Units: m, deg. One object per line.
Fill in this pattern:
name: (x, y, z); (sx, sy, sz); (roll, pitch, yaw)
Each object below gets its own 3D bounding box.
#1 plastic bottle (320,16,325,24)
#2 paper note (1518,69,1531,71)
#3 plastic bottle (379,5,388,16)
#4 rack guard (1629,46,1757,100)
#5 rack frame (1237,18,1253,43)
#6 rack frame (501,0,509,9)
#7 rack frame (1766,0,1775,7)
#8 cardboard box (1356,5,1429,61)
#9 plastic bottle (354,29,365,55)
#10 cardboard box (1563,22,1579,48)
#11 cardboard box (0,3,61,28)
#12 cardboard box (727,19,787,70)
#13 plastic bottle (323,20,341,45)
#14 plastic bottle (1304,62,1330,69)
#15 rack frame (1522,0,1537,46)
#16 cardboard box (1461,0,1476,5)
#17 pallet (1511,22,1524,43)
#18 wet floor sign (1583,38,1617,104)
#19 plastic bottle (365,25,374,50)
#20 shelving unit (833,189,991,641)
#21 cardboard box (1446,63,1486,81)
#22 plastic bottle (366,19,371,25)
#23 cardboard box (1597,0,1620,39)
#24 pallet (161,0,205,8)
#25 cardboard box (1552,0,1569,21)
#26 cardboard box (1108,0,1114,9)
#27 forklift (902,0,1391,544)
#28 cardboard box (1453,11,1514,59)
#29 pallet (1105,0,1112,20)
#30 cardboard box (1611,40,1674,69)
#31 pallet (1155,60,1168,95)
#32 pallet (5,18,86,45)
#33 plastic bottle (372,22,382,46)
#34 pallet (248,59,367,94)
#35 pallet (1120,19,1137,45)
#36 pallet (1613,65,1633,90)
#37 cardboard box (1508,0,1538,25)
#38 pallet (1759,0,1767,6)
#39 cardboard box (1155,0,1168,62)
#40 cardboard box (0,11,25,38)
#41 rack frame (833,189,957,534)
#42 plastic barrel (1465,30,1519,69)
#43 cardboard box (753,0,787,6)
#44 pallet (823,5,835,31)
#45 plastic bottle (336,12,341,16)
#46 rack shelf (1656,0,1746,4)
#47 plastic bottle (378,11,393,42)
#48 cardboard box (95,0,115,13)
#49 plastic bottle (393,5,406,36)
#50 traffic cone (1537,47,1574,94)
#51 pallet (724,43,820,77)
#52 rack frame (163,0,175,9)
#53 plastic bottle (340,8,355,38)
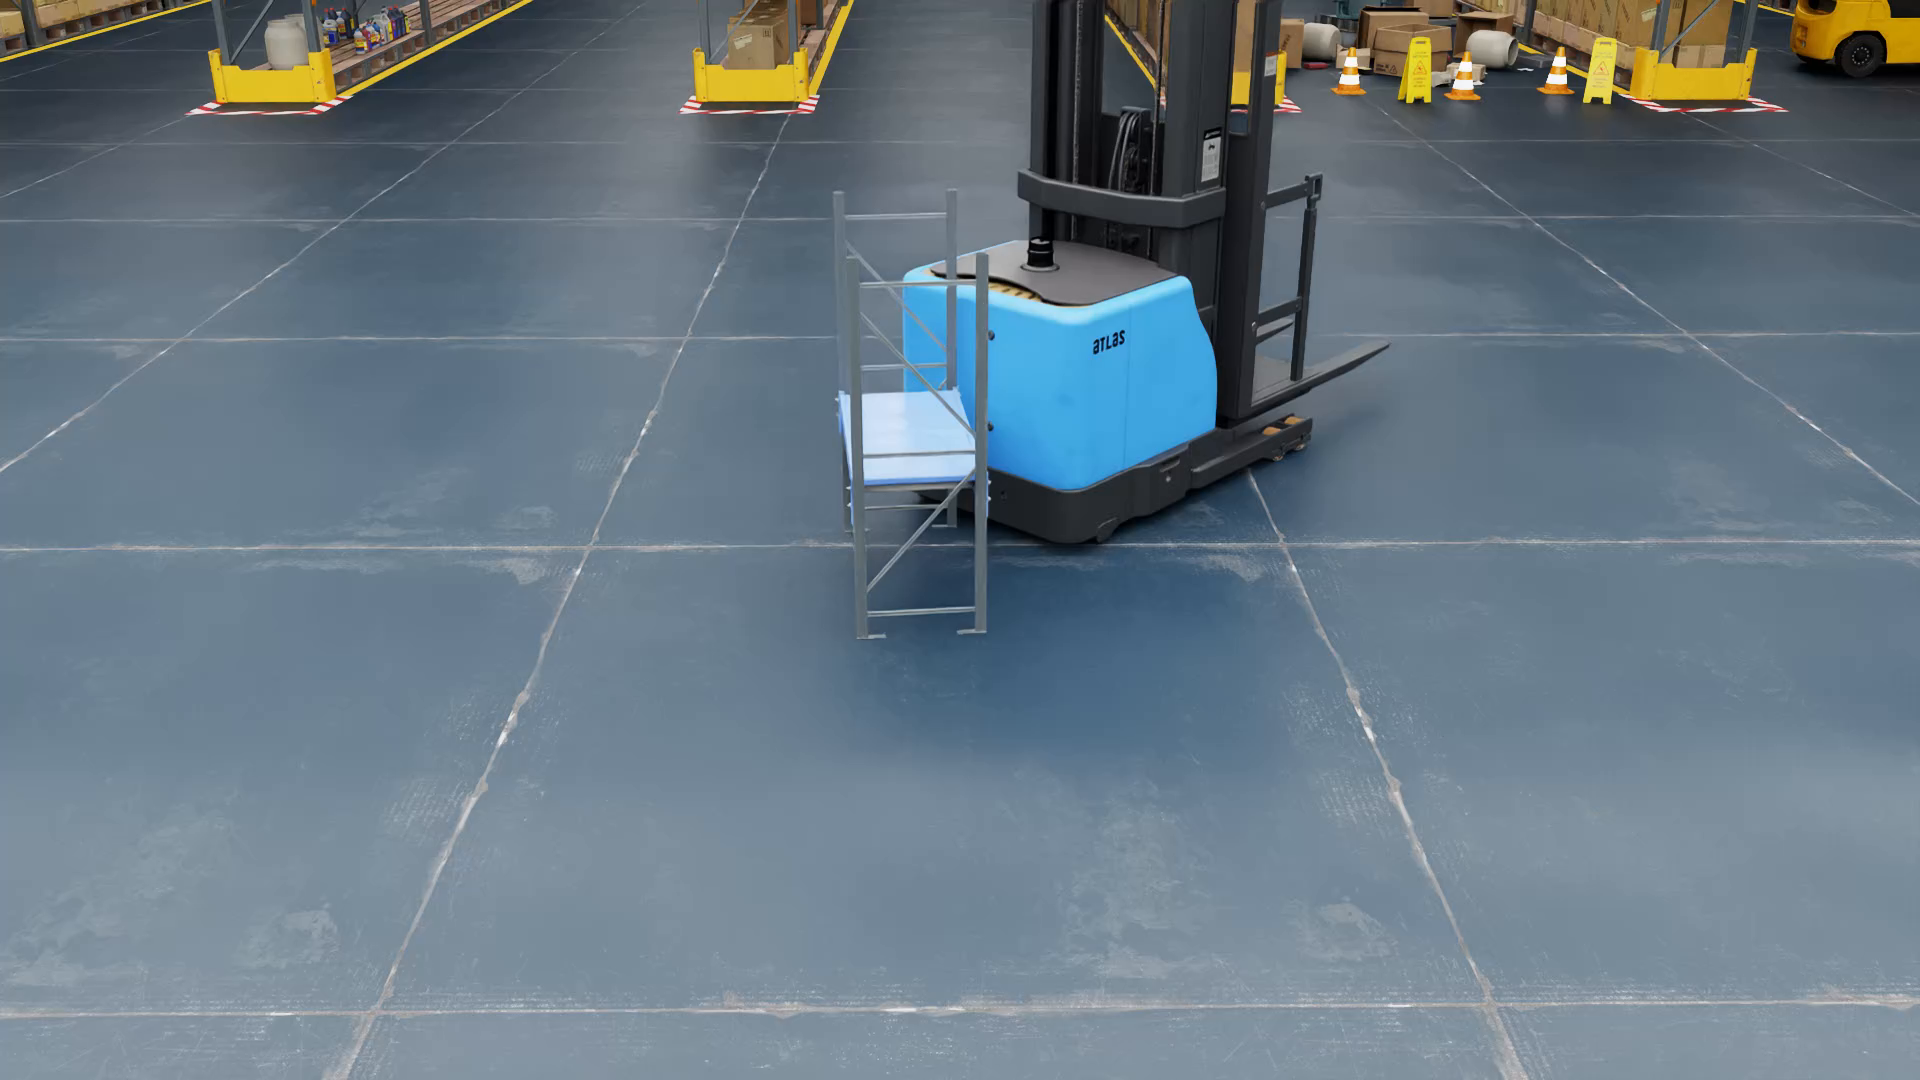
plastic bottle: (-7.623, -6.100, 19.859); (0.061, 0.283, 0.133); (1, 24, 2)
paper note: (6.571, -5.465, 19.297); (0.142, 0.019, 0.148); (-9, 26, -19)
plastic bottle: (-7.028, -6.346, 20.323); (0.144, 0.351, 0.185); (0, 24, -1)
rack guard: (7.726, -4.928, 17.540); (1.175, 0.500, 0.348); (0, 24, -1)
rack frame: (2.778, -5.972, 16.815); (1.000, 3.000, 0.127); (0, 24, -1)
rack frame: (-7.223, -9.266, 24.097); (1.000, 3.000, 0.127); (0, 24, -1)
rack frame: (12.603, -9.356, 24.298); (1.000, 3.000, 0.127); (0, 24, -1)
cardboard box: (5.157, -6.058, 19.870); (0.797, 0.637, 0.503); (0, 24, -1)
plastic bottle: (-6.844, -5.675, 18.935); (0.097, 0.271, 0.097); (0, 24, 0)
cardboard box: (7.445, -5.940, 19.571); (0.500, 0.250, 0.500); (-1, 24, -1)
cardboard box: (-11.889, -6.703, 21.257); (0.500, 0.250, 0.500); (-1, 24, -2)
cardboard box: (-2.173, -5.301, 17.855); (0.500, 0.500, 0.500); (4, 25, 9)
plastic bottle: (-7.431, -6.001, 19.649); (0.152, 0.276, 0.135); (0, 24, -1)
plastic bottle: (4.177, -5.546, 19.438); (0.283, 0.061, 0.133); (-9, 26, -19)
rack frame: (7.683, -7.684, 20.600); (1.000, 3.000, 0.127); (0, 24, -1)
cardboard box: (7.652, -7.790, 23.513); (0.950, 0.372, 0.625); (-1, 24, -2)
pallet: (7.673, -6.735, 21.884); (1.003, 0.211, 1.213); (0, 24, -1)
wet floor sign: (6.659, -4.880, 17.258); (0.267, 0.644, 0.232); (8, 26, 18)
plastic bottle: (-6.847, -5.816, 19.247); (0.097, 0.271, 0.097); (0, 24, 0)
shelving unit: (-0.206, -0.522, 6.583); (0.538, 1.500, 1.048); (-3, 24, -6)
cardboard box: (5.692, -5.268, 18.717); (0.380, 0.149, 0.250); (13, 27, 27)
plastic bottle: (-6.987, -6.036, 19.719); (0.061, 0.283, 0.133); (0, 24, -1)
cardboard box: (7.448, -5.860, 18.484); (0.500, 0.500, 0.500); (1, 24, 1)
pallet: (-12.146, -8.282, 25.306); (1.003, 0.211, 1.213); (0, 24, -1)
cardboard box: (7.437, -6.500, 19.898); (0.500, 0.500, 0.500); (1, 24, 2)
cardboard box: (2.620, -7.823, 23.128); (1.050, 0.750, 0.750); (0, 24, 0)
forklift: (1.094, -1.843, 7.768); (1.130, 2.935, 3.031); (20, 31, 38)
cardboard box: (6.334, -6.099, 20.125); (0.500, 0.500, 0.500); (19, 30, 35)
pallet: (2.624, -7.673, 23.959); (1.003, 0.211, 1.213); (0, 24, -1)
cardboard box: (7.448, -5.316, 18.192); (0.500, 0.250, 0.500); (0, 24, -1)
pallet: (2.691, -5.031, 18.117); (1.003, 0.211, 1.213); (0, 24, -1)
pallet: (-12.179, -6.630, 21.652); (1.003, 0.211, 1.213); (0, 24, -1)
plastic bottle: (-6.851, -5.941, 19.523); (0.097, 0.271, 0.097); (0, 24, 0)
pallet: (-7.187, -5.065, 18.192); (1.003, 0.211, 1.213); (0, 24, -1)
pallet: (2.650, -6.668, 21.736); (1.003, 0.211, 1.213); (0, 24, -1)
pallet: (7.752, -5.132, 18.340); (1.003, 0.211, 1.213); (0, 24, -1)
cardboard box: (7.675, -6.895, 21.533); (0.950, 0.372, 0.625); (0, 24, 0)
pallet: (12.632, -8.394, 25.553); (1.003, 0.211, 1.213); (0, 24, -1)
cardboard box: (2.693, -5.837, 18.585); (0.875, 0.875, 0.875); (-1, 24, -1)
cardboard box: (-11.909, -6.345, 20.467); (0.500, 0.250, 0.500); (0, 24, -1)
rack frame: (-0.263, -0.730, 7.044); (0.500, 1.500, 0.032); (-3, 24, -6)
plastic barrel: (6.190, -5.707, 19.354); (0.512, 0.421, 0.421); (19, 30, 35)
cardboard box: (-2.163, -6.036, 19.479); (0.500, 0.500, 0.500); (-2, 24, -5)
pallet: (-2.253, -7.194, 22.900); (1.003, 0.211, 1.213); (0, 24, -1)
plastic bottle: (-7.583, -6.311, 20.334); (0.152, 0.276, 0.135); (1, 24, 1)
rack shelf: (7.705, -6.532, 18.927); (1.077, 0.370, 4.000); (0, 24, -1)
plastic bottle: (-6.878, -6.135, 19.855); (0.144, 0.351, 0.185); (0, 24, -1)
cardboard box: (-11.906, -7.336, 22.658); (0.500, 0.250, 0.500); (0, 24, 0)
plastic bottle: (-6.884, -6.347, 20.324); (0.144, 0.351, 0.185); (-1, 24, -2)
traffic cone: (6.432, -5.052, 17.858); (0.336, 0.463, 0.334); (0, 24, -1)
pallet: (-2.168, -5.589, 19.351); (1.003, 0.211, 1.213); (0, 24, -1)
rack frame: (-12.176, -9.245, 24.051); (1.000, 3.000, 0.127); (0, 24, -1)
plastic bottle: (-7.441, -6.277, 20.170); (0.144, 0.351, 0.185); (0, 24, -1)
